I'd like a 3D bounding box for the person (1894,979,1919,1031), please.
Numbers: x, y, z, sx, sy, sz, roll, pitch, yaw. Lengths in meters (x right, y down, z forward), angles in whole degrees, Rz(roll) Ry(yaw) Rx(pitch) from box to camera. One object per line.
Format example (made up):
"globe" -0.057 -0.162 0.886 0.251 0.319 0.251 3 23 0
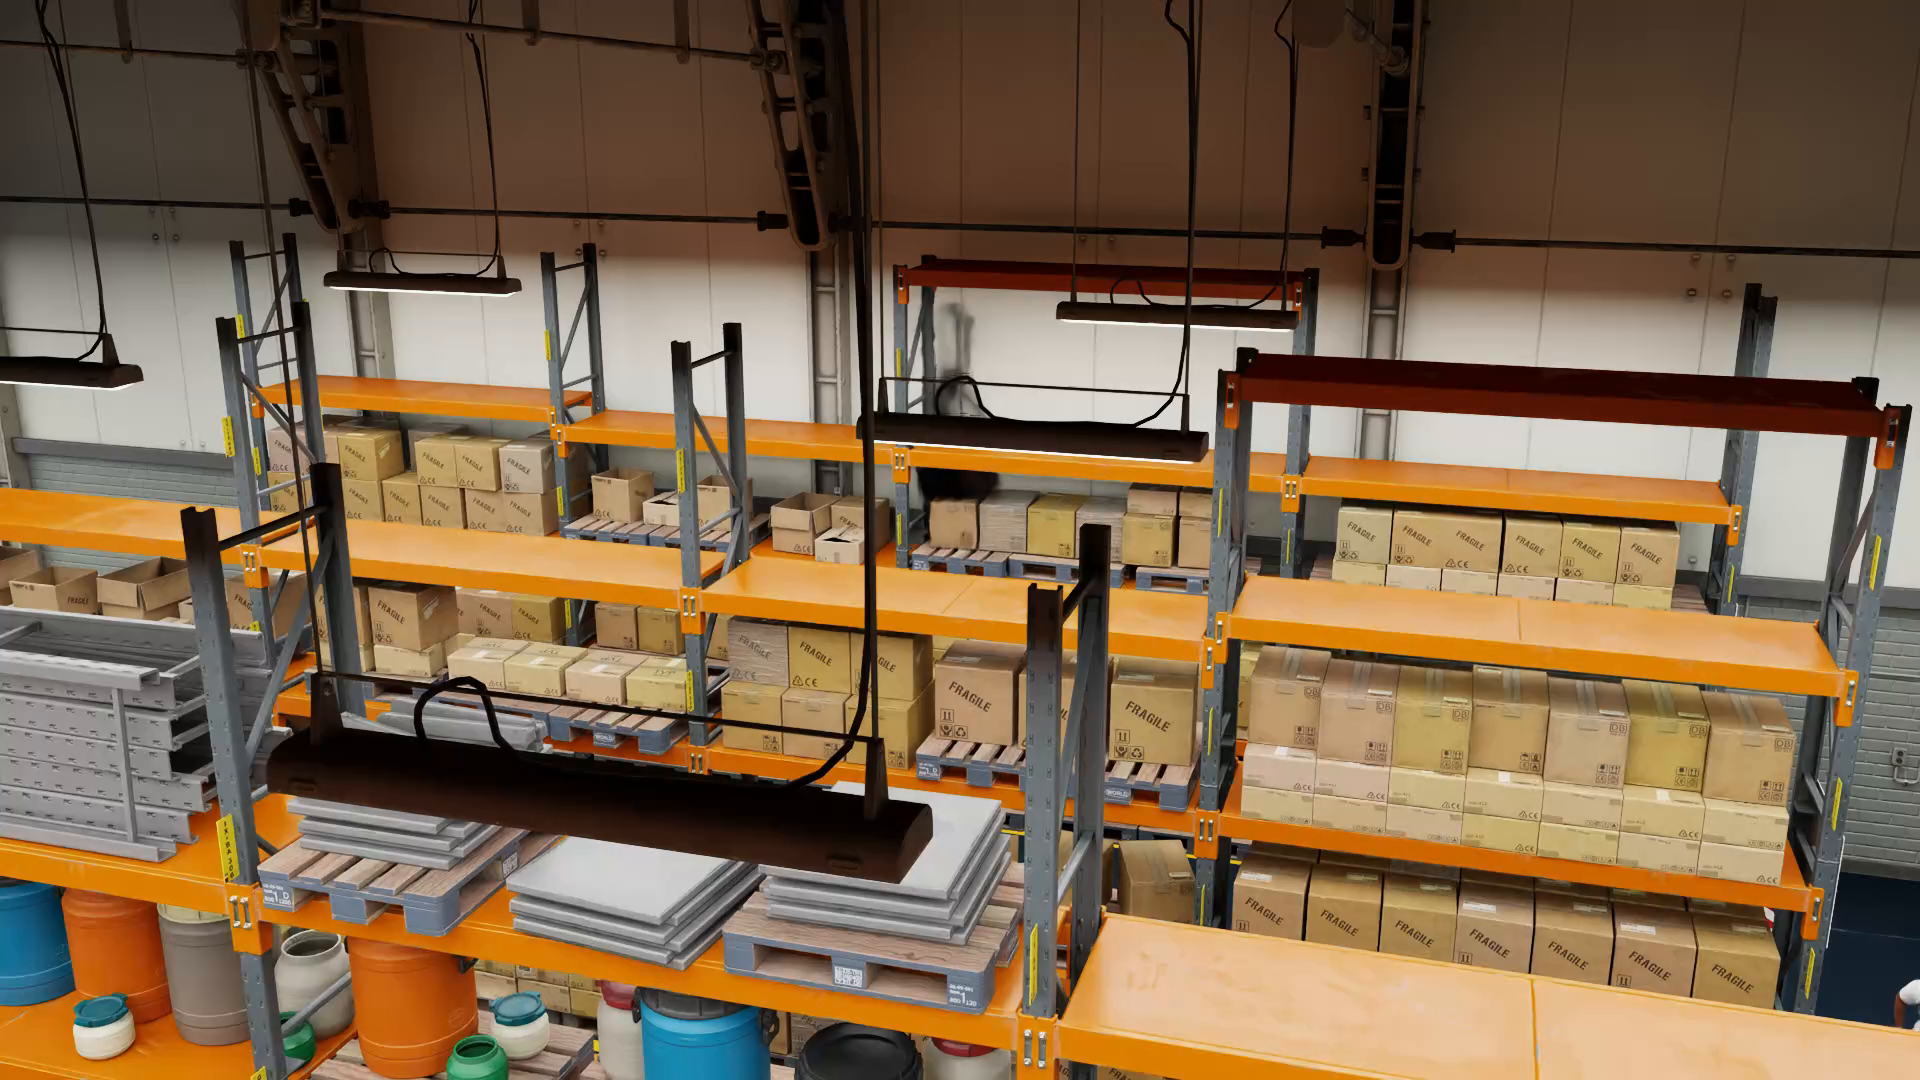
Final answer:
"person" 7.404 3.827 12.513 0.732 1.663 0.865 9 18 29
